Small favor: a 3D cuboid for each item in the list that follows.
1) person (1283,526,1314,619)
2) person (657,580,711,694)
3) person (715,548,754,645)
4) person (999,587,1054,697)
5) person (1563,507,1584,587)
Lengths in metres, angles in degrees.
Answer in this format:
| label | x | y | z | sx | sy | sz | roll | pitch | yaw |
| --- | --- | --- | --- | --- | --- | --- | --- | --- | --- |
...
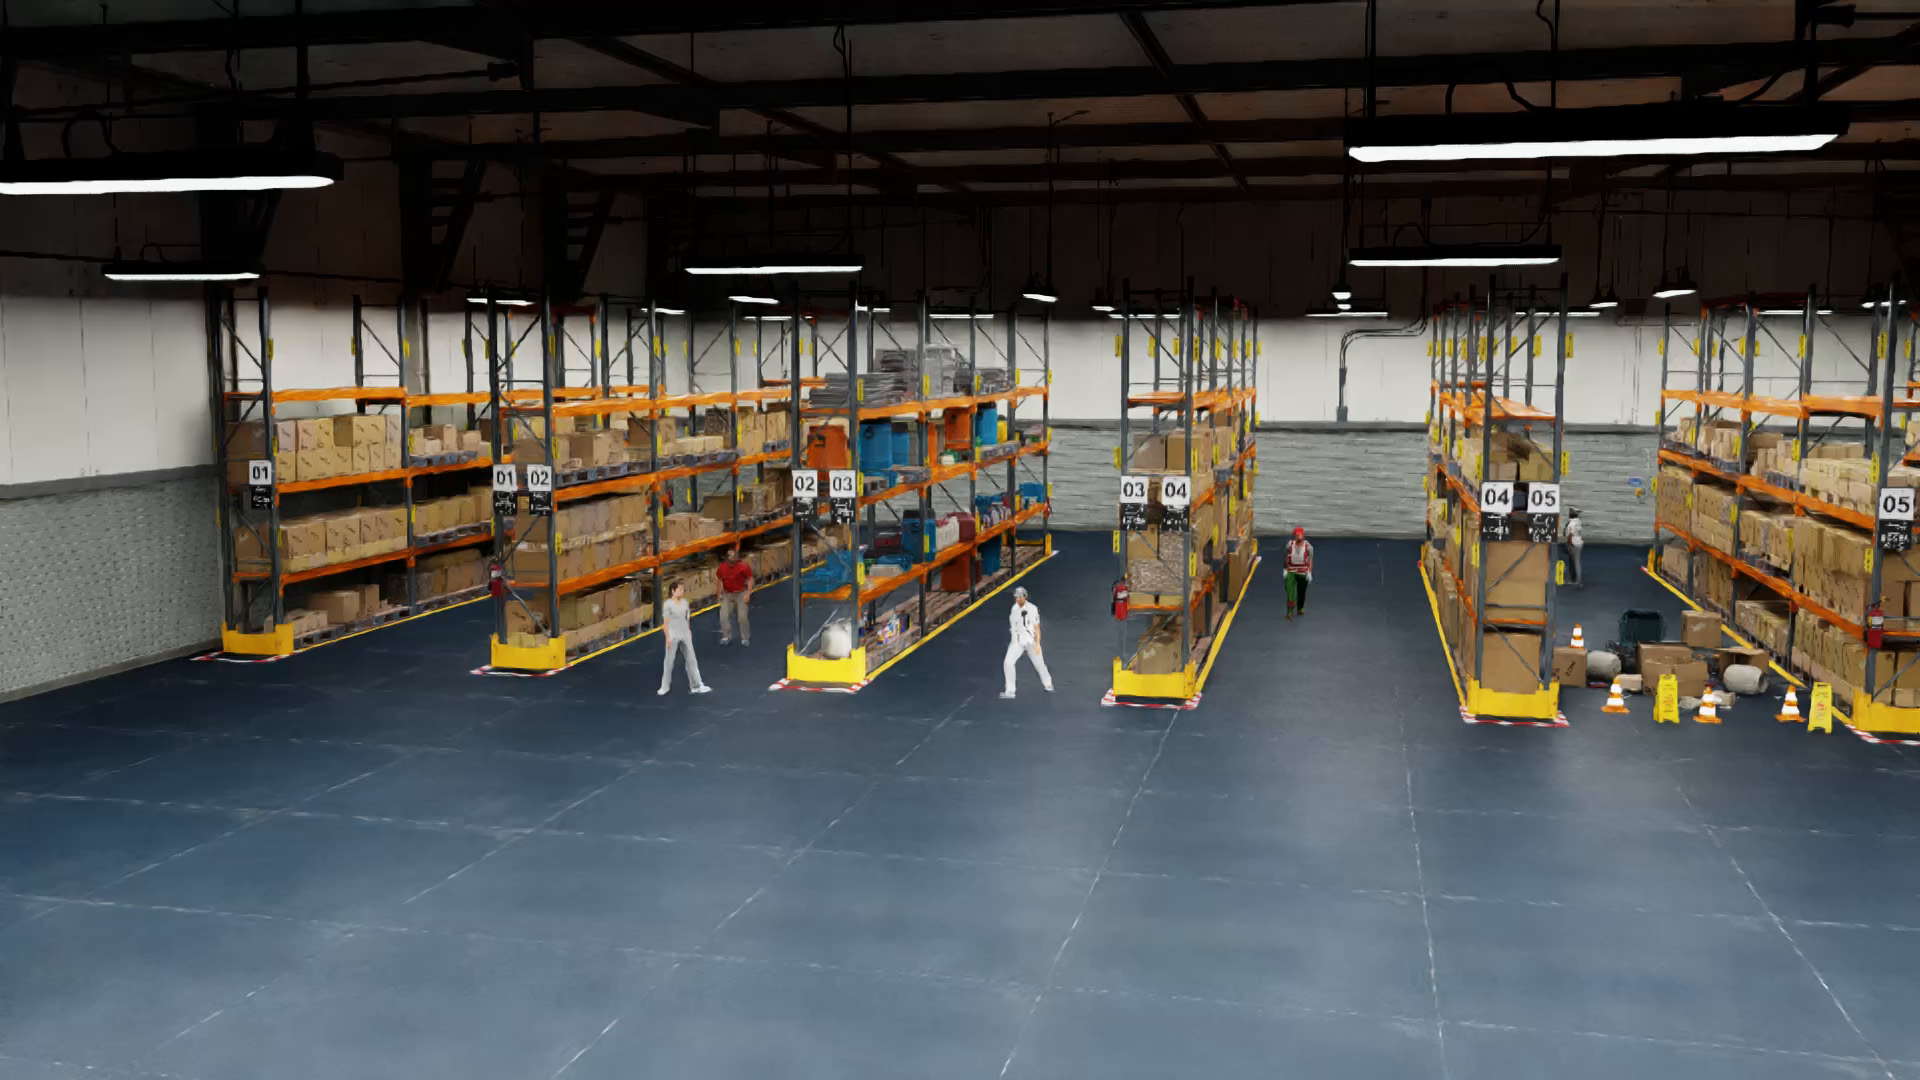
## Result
| label | x | y | z | sx | sy | sz | roll | pitch | yaw |
| --- | --- | --- | --- | --- | --- | --- | --- | --- | --- |
| person | 6.277 | 0.592 | 30.871 | 0.551 | 1.707 | 1.109 | 1 | 7 | 11 |
| person | -4.049 | 1.414 | 24.101 | 0.687 | 1.634 | 0.564 | -5 | 9 | -40 |
| person | -3.810 | 0.952 | 28.110 | 0.682 | 1.676 | 0.535 | 1 | 7 | 11 |
| person | 0.983 | 1.454 | 24.007 | 0.534 | 1.598 | 0.938 | 4 | 8 | 34 |
| person | 12.924 | 0.133 | 35.100 | 0.560 | 1.663 | 0.585 | 5 | 8 | 35 |
